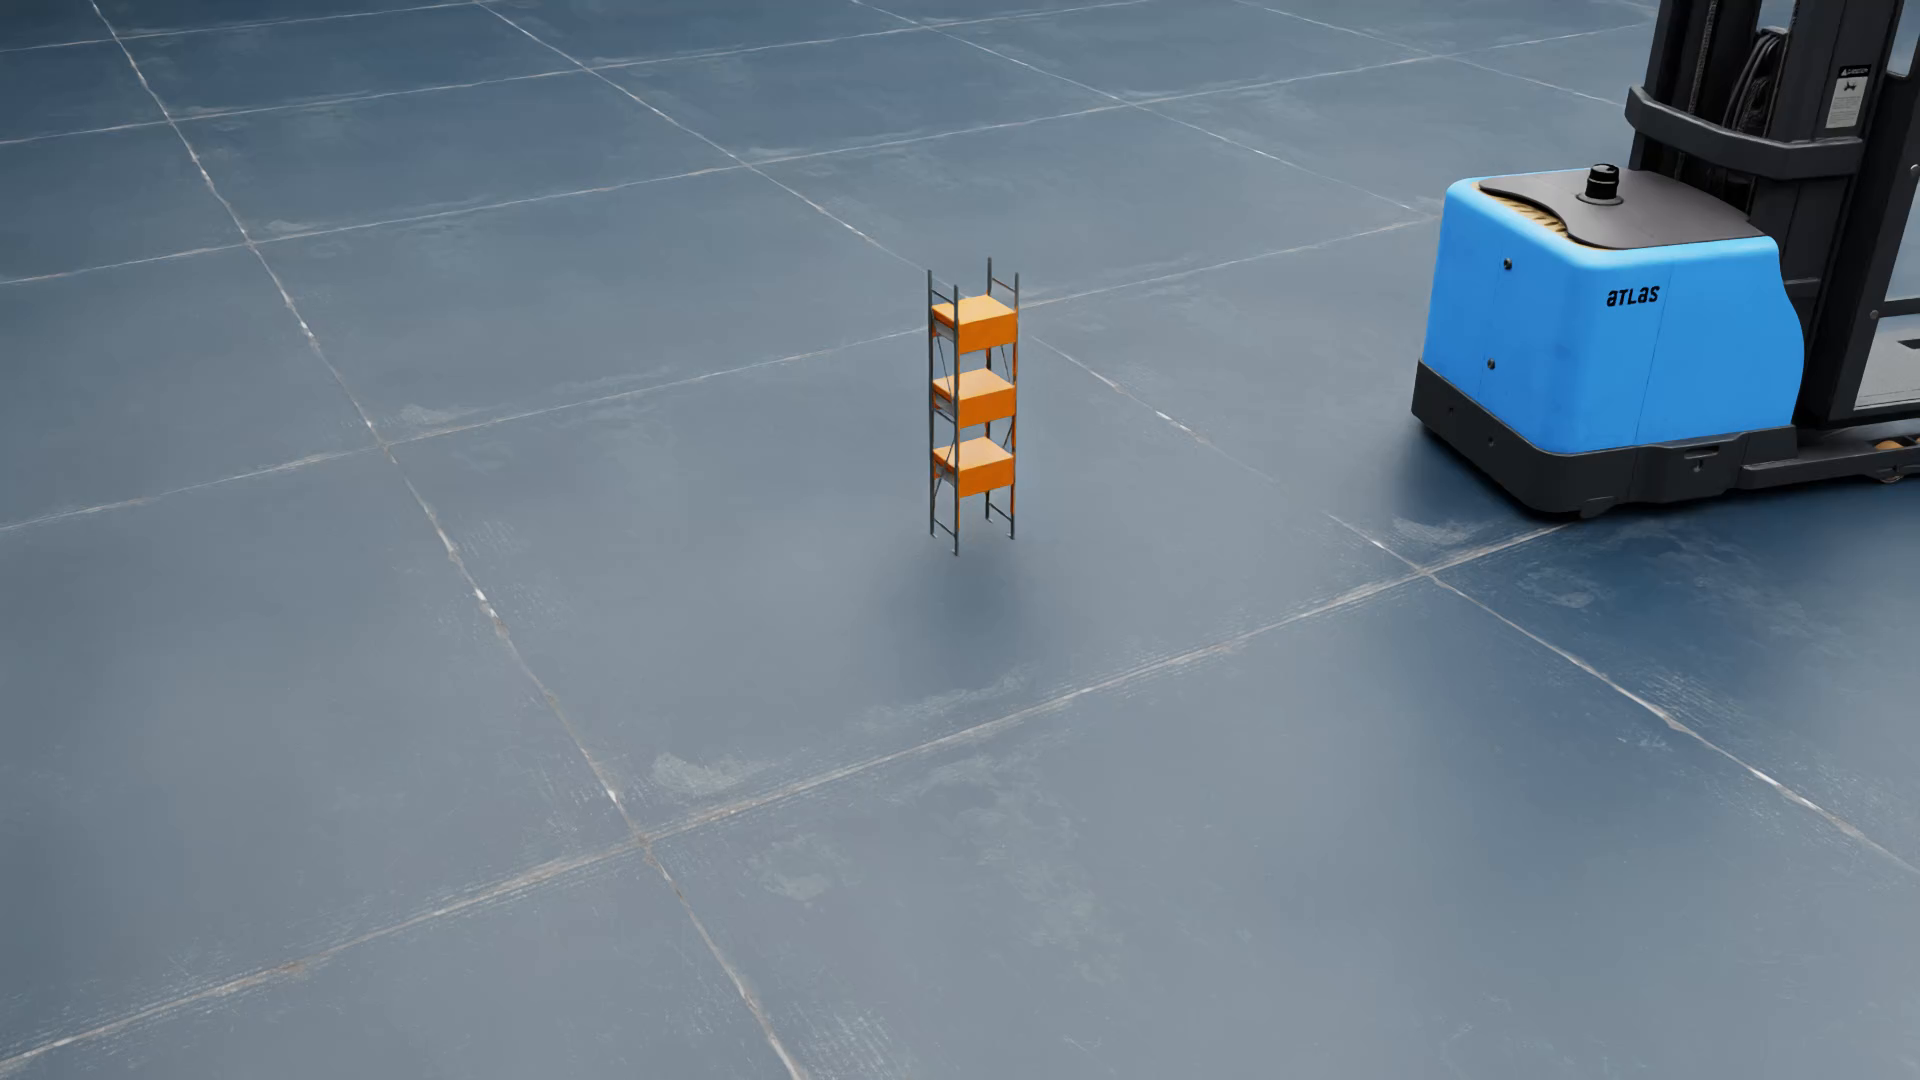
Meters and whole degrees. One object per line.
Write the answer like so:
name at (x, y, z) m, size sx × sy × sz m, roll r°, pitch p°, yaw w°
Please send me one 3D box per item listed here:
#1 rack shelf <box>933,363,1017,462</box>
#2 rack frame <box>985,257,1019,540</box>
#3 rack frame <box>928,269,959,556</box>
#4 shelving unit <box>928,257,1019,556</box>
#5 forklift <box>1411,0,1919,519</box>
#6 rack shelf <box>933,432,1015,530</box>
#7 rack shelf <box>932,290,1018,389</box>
rack shelf at (0.046, -0.463, 6.025) m, size 0.240 × 0.259 × 0.215 m, roll -16°, pitch 33°, yaw -26°
rack frame at (0.151, -0.503, 6.074) m, size 0.008 × 1.050 × 0.200 m, roll -16°, pitch 33°, yaw -26°
rack frame at (-0.059, -0.443, 5.966) m, size 0.008 × 1.050 × 0.200 m, roll -16°, pitch 33°, yaw -26°
shelving unit at (0.046, -0.473, 6.020) m, size 0.252 × 1.050 × 0.215 m, roll -16°, pitch 33°, yaw -26°
forklift at (3.500, -1.750, 6.387) m, size 3.031 × 2.935 × 1.130 m, roll -8°, pitch 30°, yaw -13°
rack shelf at (0.046, -0.220, 6.159) m, size 0.240 × 0.259 × 0.215 m, roll -16°, pitch 33°, yaw -26°
rack shelf at (0.046, -0.712, 5.888) m, size 0.240 × 0.259 × 0.215 m, roll -16°, pitch 33°, yaw -26°
